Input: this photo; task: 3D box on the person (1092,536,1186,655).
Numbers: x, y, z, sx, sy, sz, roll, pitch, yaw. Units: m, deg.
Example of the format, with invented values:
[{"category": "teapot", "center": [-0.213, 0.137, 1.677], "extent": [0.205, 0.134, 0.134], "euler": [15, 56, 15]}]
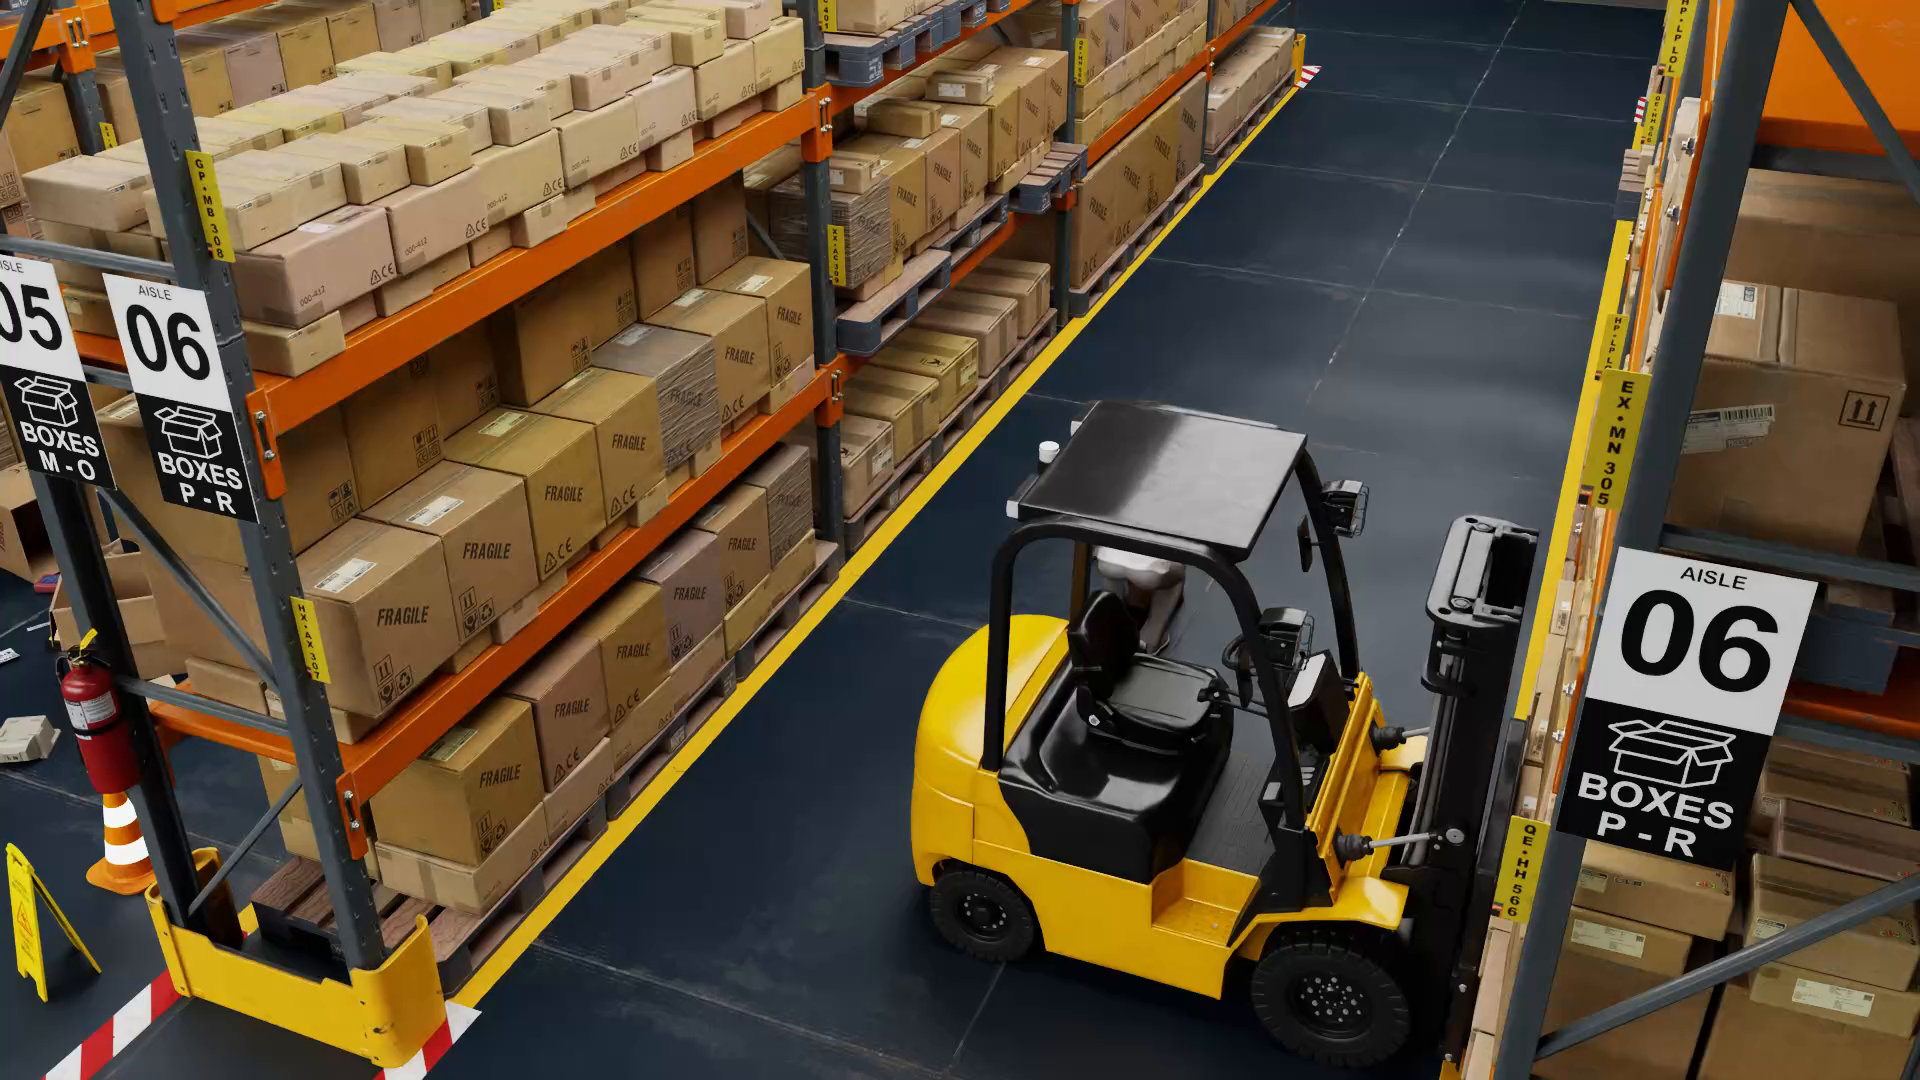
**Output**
[{"category": "person", "center": [0.999, 0.149, 9.019], "extent": [0.456, 0.822, 0.919], "euler": [10, 31, 17]}]
